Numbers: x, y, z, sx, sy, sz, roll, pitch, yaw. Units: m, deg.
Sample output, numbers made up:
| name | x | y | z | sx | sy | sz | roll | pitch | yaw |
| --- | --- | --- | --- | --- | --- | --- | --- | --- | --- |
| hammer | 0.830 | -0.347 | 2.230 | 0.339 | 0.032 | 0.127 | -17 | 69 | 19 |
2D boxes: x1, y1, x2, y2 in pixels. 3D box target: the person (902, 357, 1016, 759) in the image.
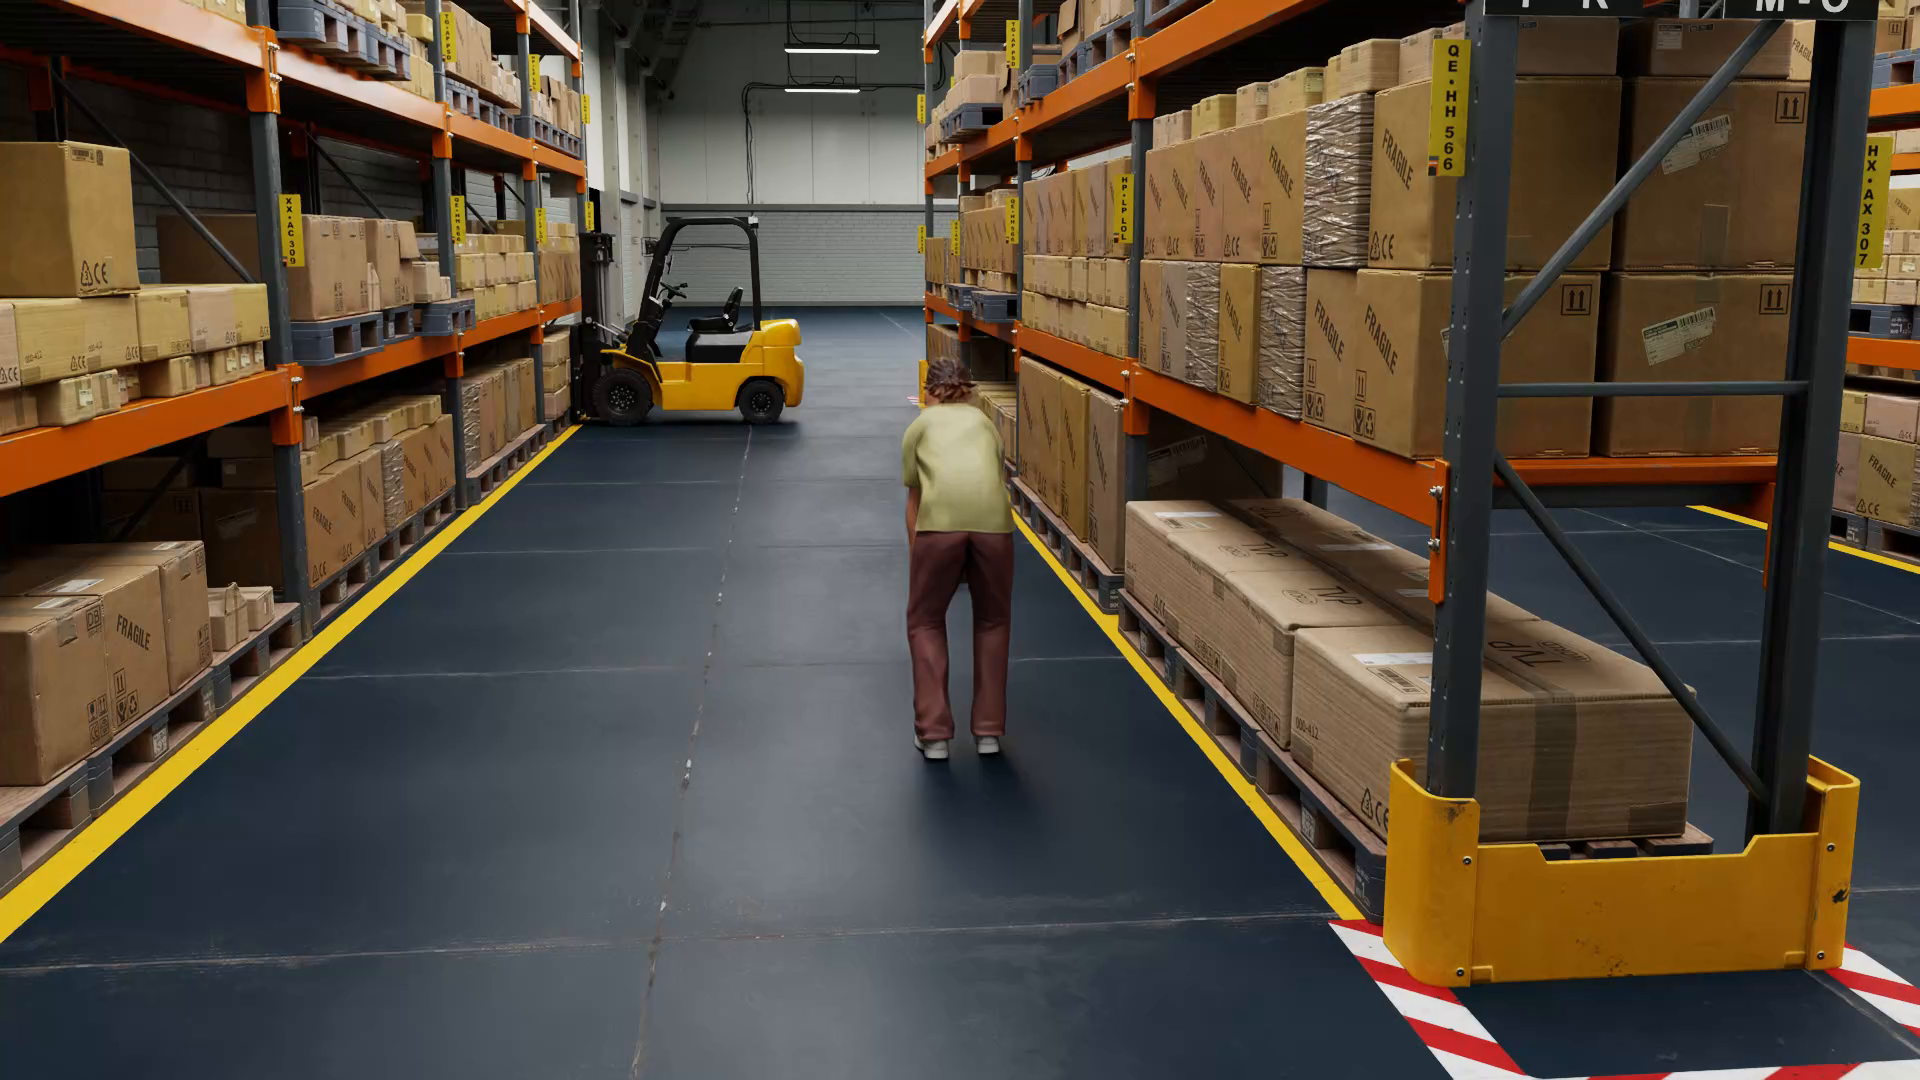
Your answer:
| name | x | y | z | sx | sy | sz | roll | pitch | yaw |
| --- | --- | --- | --- | --- | --- | --- | --- | --- | --- |
| person | -0.017 | 0.052 | 6.279 | 0.397 | 1.449 | 0.727 | -1 | 10 | -7 |
